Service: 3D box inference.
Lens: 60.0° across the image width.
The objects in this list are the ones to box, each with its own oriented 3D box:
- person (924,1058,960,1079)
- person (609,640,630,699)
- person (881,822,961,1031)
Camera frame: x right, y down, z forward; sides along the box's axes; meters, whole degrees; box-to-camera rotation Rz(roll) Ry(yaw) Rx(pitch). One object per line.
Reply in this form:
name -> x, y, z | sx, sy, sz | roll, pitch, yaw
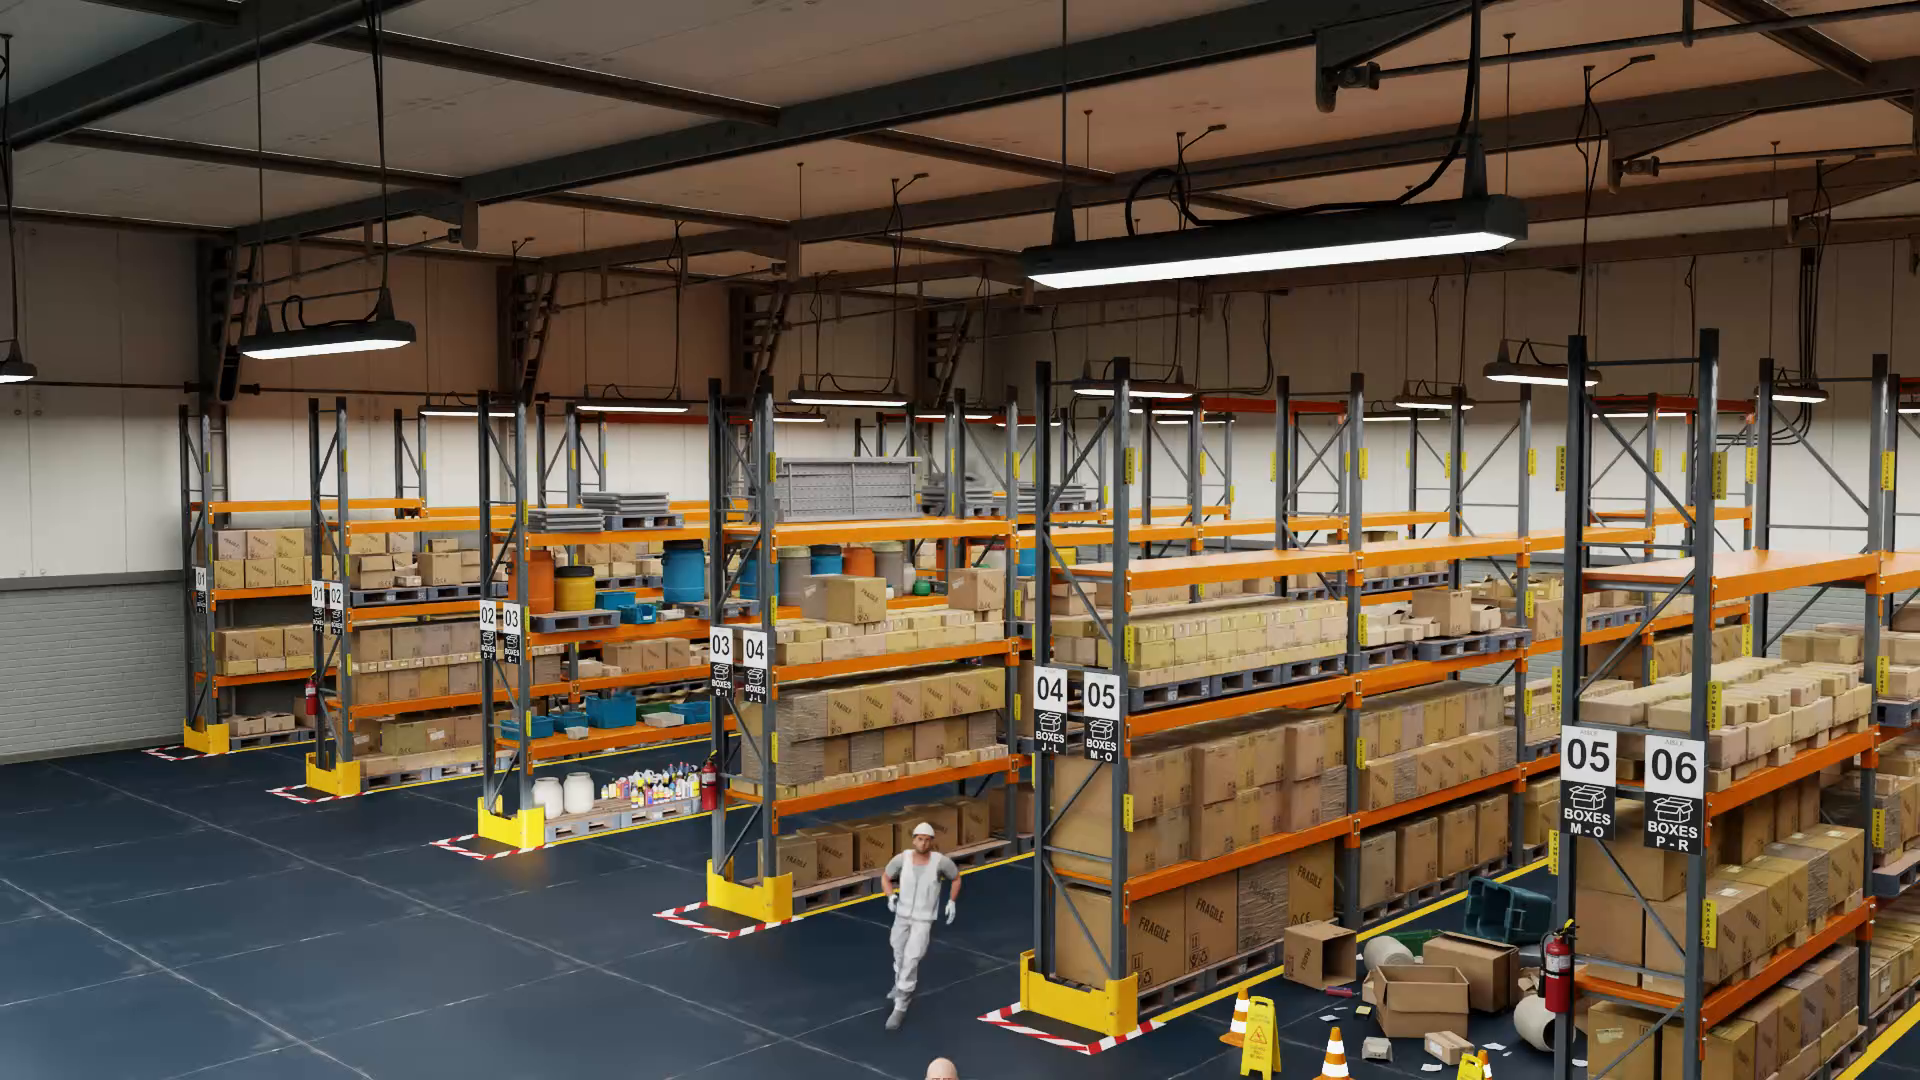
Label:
person -> -0.103, 3.774, 9.297 | 0.724, 1.755, 0.992 | 0, 3, -6
person -> -6.362, 2.704, 31.476 | 0.582, 1.629, 0.561 | 3, 4, 42
person -> -0.400, 3.472, 15.199 | 0.722, 1.796, 0.875 | 1, 3, 15
